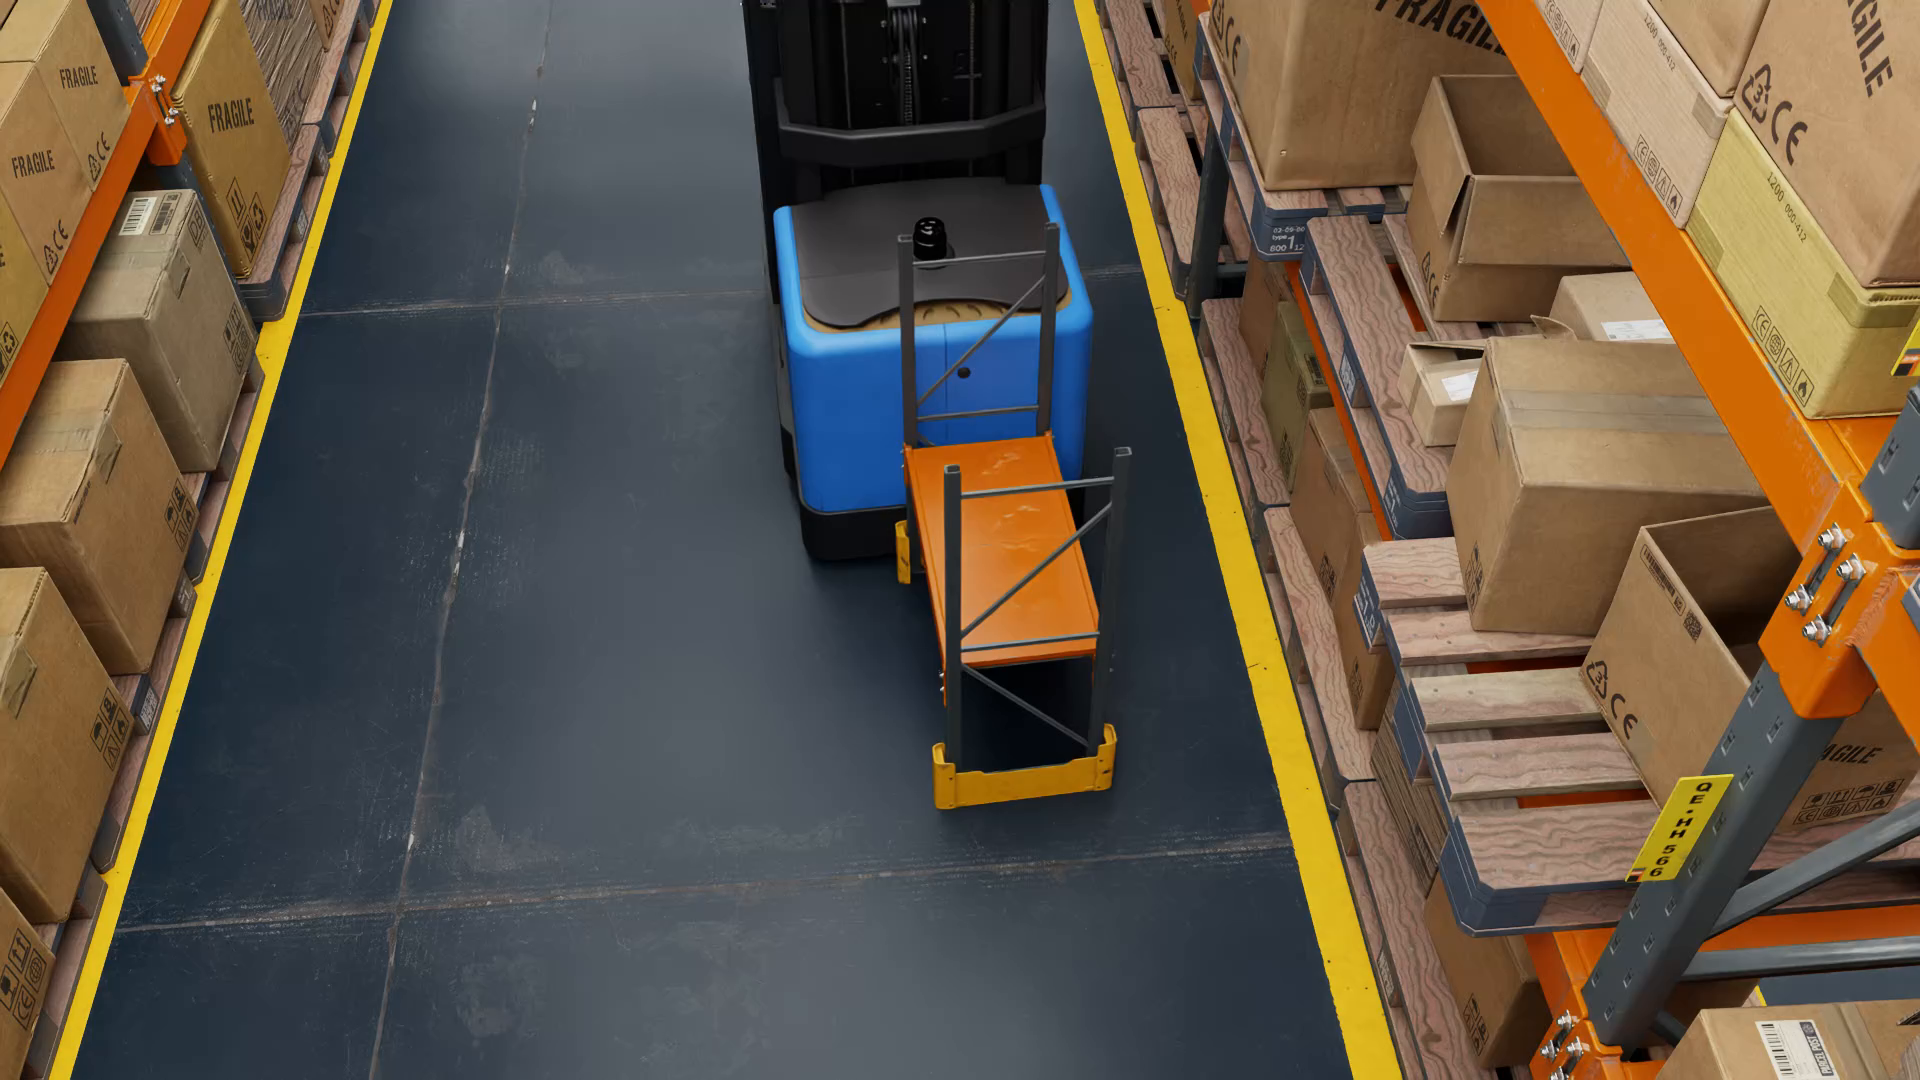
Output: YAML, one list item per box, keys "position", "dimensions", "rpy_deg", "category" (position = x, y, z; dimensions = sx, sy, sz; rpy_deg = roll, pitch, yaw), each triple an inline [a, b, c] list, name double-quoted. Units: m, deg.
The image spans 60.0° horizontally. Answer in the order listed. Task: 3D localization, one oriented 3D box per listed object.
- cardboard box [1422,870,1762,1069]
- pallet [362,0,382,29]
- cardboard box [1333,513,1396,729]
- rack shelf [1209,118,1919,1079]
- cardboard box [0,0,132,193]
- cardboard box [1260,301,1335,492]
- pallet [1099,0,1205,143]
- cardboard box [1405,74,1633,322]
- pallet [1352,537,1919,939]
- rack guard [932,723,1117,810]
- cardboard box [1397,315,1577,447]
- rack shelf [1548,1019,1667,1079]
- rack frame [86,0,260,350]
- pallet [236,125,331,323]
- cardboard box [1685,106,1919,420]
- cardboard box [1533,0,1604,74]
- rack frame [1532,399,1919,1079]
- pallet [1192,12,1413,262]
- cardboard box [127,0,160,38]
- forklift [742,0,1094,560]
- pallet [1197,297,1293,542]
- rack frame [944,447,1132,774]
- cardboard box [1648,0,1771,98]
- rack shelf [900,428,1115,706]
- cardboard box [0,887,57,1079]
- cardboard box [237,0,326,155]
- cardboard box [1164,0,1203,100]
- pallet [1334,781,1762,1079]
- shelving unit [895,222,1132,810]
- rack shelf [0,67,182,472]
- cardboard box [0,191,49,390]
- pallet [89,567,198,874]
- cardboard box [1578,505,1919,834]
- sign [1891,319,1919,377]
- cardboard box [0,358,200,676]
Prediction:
- position: [1.741, 1.071, 4.588]
  dimensions: [0.700, 0.500, 0.500]
  rpy_deg: [-6, 47, -5]
  category: "cardboard box"
- position: [-3.659, -3.180, 9.117]
  dimensions: [1.003, 0.211, 1.213]
  rpy_deg: [-3, 47, -3]
  category: "pallet"
- position: [1.627, 0.261, 5.355]
  dimensions: [0.700, 0.500, 0.500]
  rpy_deg: [0, 47, 0]
  category: "cardboard box"
- position: [1.649, -0.353, 5.014]
  dimensions: [1.077, 0.370, 4.000]
  rpy_deg: [-3, 47, -3]
  category: "rack shelf"
- position: [-3.159, -1.492, 5.528]
  dimensions: [0.500, 0.500, 0.500]
  rpy_deg: [-4, 47, -4]
  category: "cardboard box"
- position: [1.533, -0.547, 6.121]
  dimensions: [0.700, 0.500, 0.500]
  rpy_deg: [-4, 47, -4]
  category: "cardboard box"
- position: [1.285, -2.457, 8.431]
  dimensions: [1.003, 0.211, 1.213]
  rpy_deg: [-3, 47, -3]
  category: "pallet"
- position: [1.719, -0.979, 4.750]
  dimensions: [0.797, 0.503, 0.637]
  rpy_deg: [1, 47, 1]
  category: "cardboard box"
- position: [1.651, 0.404, 3.934]
  dimensions: [1.213, 0.211, 1.003]
  rpy_deg: [-3, 47, -3]
  category: "pallet"
- position: [0.206, 0.734, 5.383]
  dimensions: [0.587, 0.250, 0.087]
  rpy_deg: [-6, 47, -6]
  category: "rack guard"
- position: [1.408, -0.441, 4.406]
  dimensions: [0.396, 0.266, 0.258]
  rpy_deg: [-5, 47, -4]
  category: "cardboard box"
- position: [1.984, 2.541, 2.273]
  dimensions: [1.077, 0.370, 4.000]
  rpy_deg: [-3, 47, -3]
  category: "rack shelf"
- position: [-3.469, -1.819, 5.907]
  dimensions: [1.000, 3.000, 0.127]
  rpy_deg: [-3, 47, -3]
  category: "rack frame"
- position: [-3.455, -1.415, 7.445]
  dimensions: [1.003, 0.211, 1.213]
  rpy_deg: [-3, 47, -3]
  category: "pallet"
- position: [1.532, -0.462, 2.659]
  dimensions: [0.500, 0.250, 0.500]
  rpy_deg: [-3, 47, -3]
  category: "cardboard box"
- position: [1.438, -1.184, 3.343]
  dimensions: [0.500, 0.250, 0.500]
  rpy_deg: [-2, 47, -2]
  category: "cardboard box"
- position: [1.817, 0.847, 3.382]
  dimensions: [1.000, 3.000, 0.127]
  rpy_deg: [-3, 47, -3]
  category: "rack frame"
- position: [1.401, -1.420, 5.661]
  dimensions: [1.003, 0.211, 1.213]
  rpy_deg: [-3, 47, -3]
  category: "pallet"
- position: [-3.512, -2.137, 6.104]
  dimensions: [0.875, 0.550, 0.550]
  rpy_deg: [-3, 47, -3]
  category: "cardboard box"
- position: [-0.263, -2.017, 6.141]
  dimensions: [1.130, 2.935, 3.031]
  rpy_deg: [-6, 47, -6]
  category: "forklift"
- position: [1.548, -0.525, 6.602]
  dimensions: [1.003, 0.211, 1.213]
  rpy_deg: [-3, 47, -3]
  category: "pallet"
- position: [0.207, 0.305, 4.928]
  dimensions: [0.500, 1.500, 0.032]
  rpy_deg: [-6, 47, -6]
  category: "rack frame"
- position: [1.474, -1.091, 2.738]
  dimensions: [0.500, 0.500, 0.500]
  rpy_deg: [-4, 47, -3]
  category: "cardboard box"
- position: [0.133, 0.064, 5.404]
  dimensions: [0.538, 0.185, 1.000]
  rpy_deg: [-6, 47, -6]
  category: "rack shelf"
- position: [-3.096, 1.258, 4.253]
  dimensions: [1.050, 0.750, 0.750]
  rpy_deg: [-4, 47, -4]
  category: "cardboard box"
- position: [-3.531, -2.344, 7.578]
  dimensions: [0.875, 0.875, 0.875]
  rpy_deg: [-3, 47, -3]
  category: "cardboard box"
- position: [1.302, -2.482, 7.967]
  dimensions: [0.500, 0.500, 0.500]
  rpy_deg: [-7, 47, -7]
  category: "cardboard box"
- position: [1.753, 1.240, 4.930]
  dimensions: [1.003, 0.211, 1.213]
  rpy_deg: [-3, 47, -3]
  category: "pallet"
- position: [0.134, -0.053, 5.268]
  dimensions: [0.587, 1.500, 1.083]
  rpy_deg: [-6, 47, -6]
  category: "shelving unit"
- position: [-3.302, -0.125, 4.797]
  dimensions: [1.077, 0.370, 4.000]
  rpy_deg: [-3, 47, -3]
  category: "rack shelf"
- position: [-3.074, -0.761, 4.836]
  dimensions: [0.500, 0.500, 0.500]
  rpy_deg: [-3, 47, -3]
  category: "cardboard box"
- position: [-3.224, 0.578, 5.557]
  dimensions: [1.003, 0.211, 1.213]
  rpy_deg: [-3, 47, -3]
  category: "pallet"
- position: [1.732, 0.280, 3.561]
  dimensions: [0.500, 0.500, 0.500]
  rpy_deg: [-9, 47, -8]
  category: "cardboard box"
- position: [1.276, -0.331, 2.075]
  dimensions: [0.100, 0.325, 0.005]
  rpy_deg: [-3, 47, -3]
  category: "sign"
- position: [-3.251, -0.048, 5.490]
  dimensions: [1.050, 0.750, 0.750]
  rpy_deg: [-3, 47, -3]
  category: "cardboard box"
